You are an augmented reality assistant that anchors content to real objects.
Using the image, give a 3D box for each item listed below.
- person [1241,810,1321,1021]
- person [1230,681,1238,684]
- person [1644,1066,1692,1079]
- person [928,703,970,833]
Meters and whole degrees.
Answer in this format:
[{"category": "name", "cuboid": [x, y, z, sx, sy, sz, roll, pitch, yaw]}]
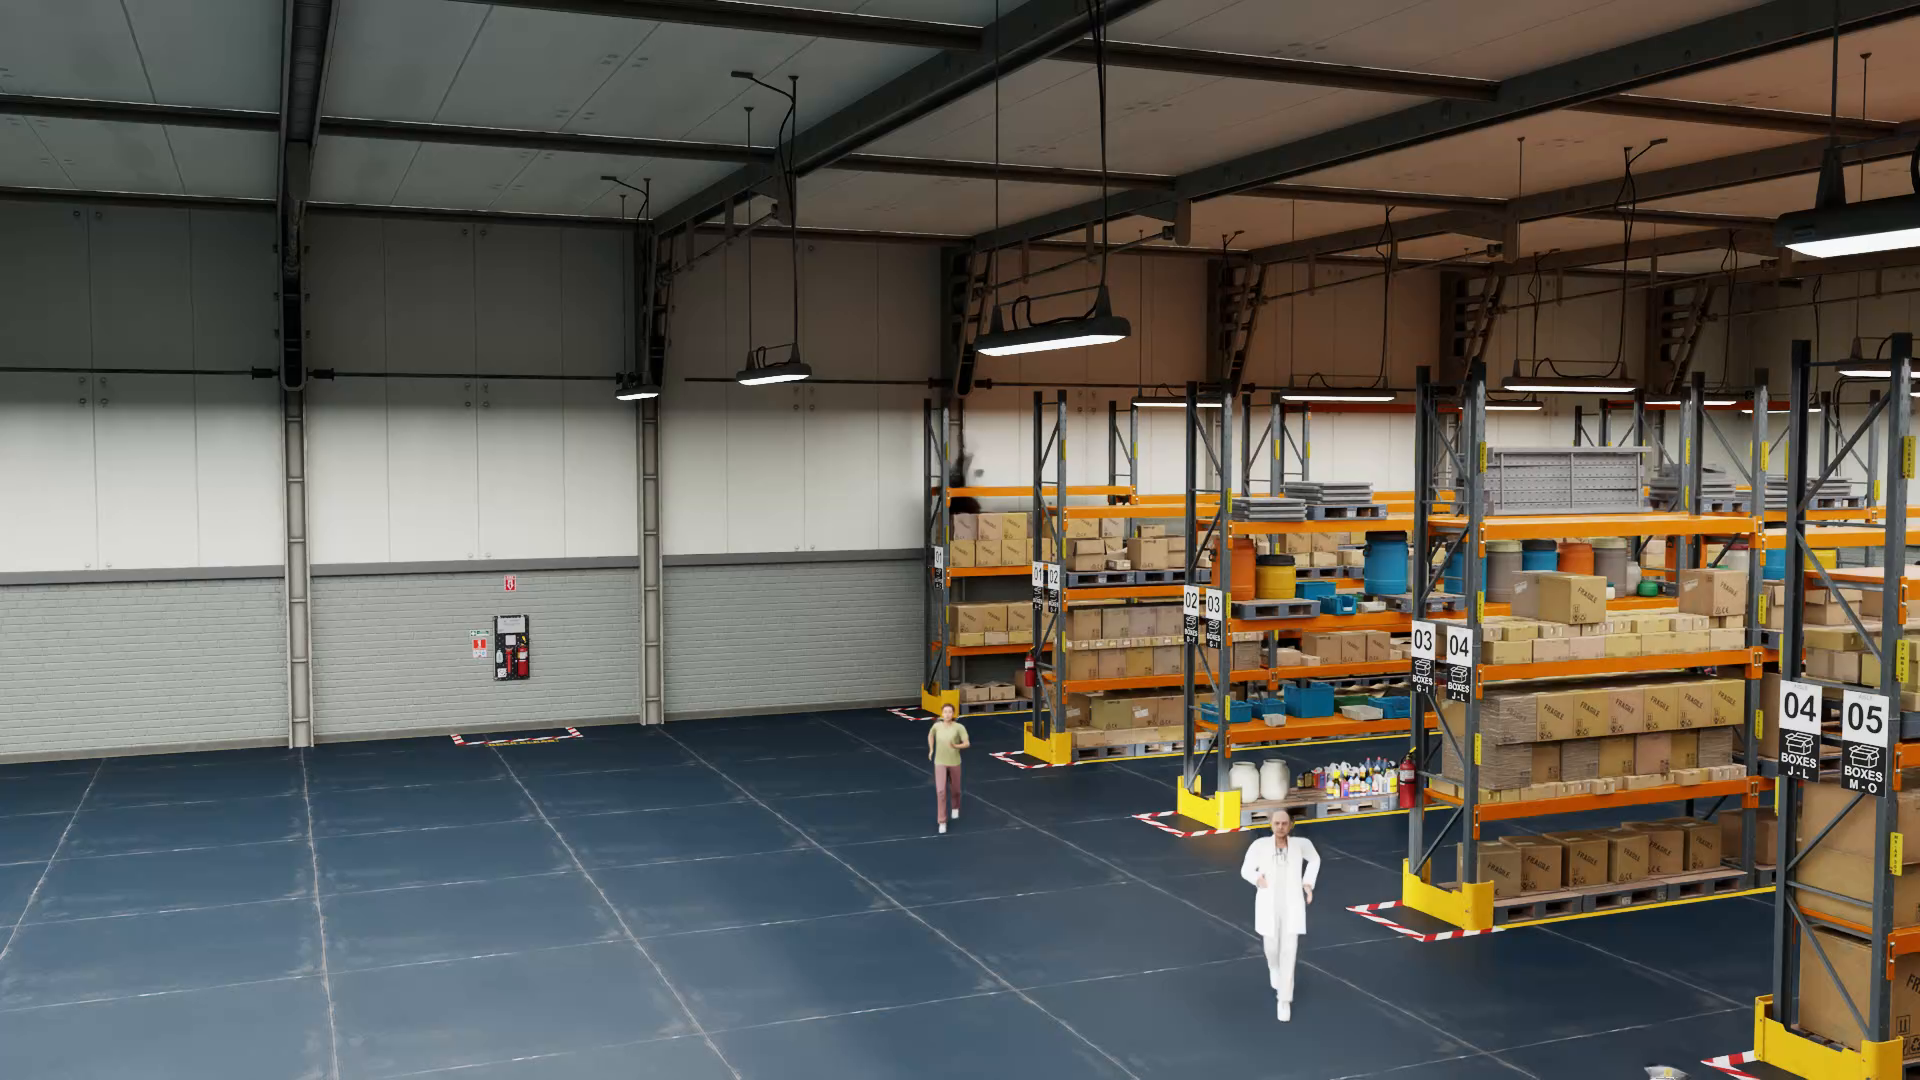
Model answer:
[{"category": "person", "cuboid": [2.921, 3.354, 15.175, 0.708, 1.777, 1.050, 1, 3, 13]}, {"category": "person", "cuboid": [5.153, 2.440, 31.125, 0.830, 1.837, 0.704, -2, 4, -32]}, {"category": "person", "cuboid": [3.990, 3.771, 9.417, 0.594, 1.672, 0.758, 2, 4, 26]}, {"category": "person", "cuboid": [-0.155, 2.998, 22.194, 0.575, 1.651, 0.970, 0, 3, 4]}]
